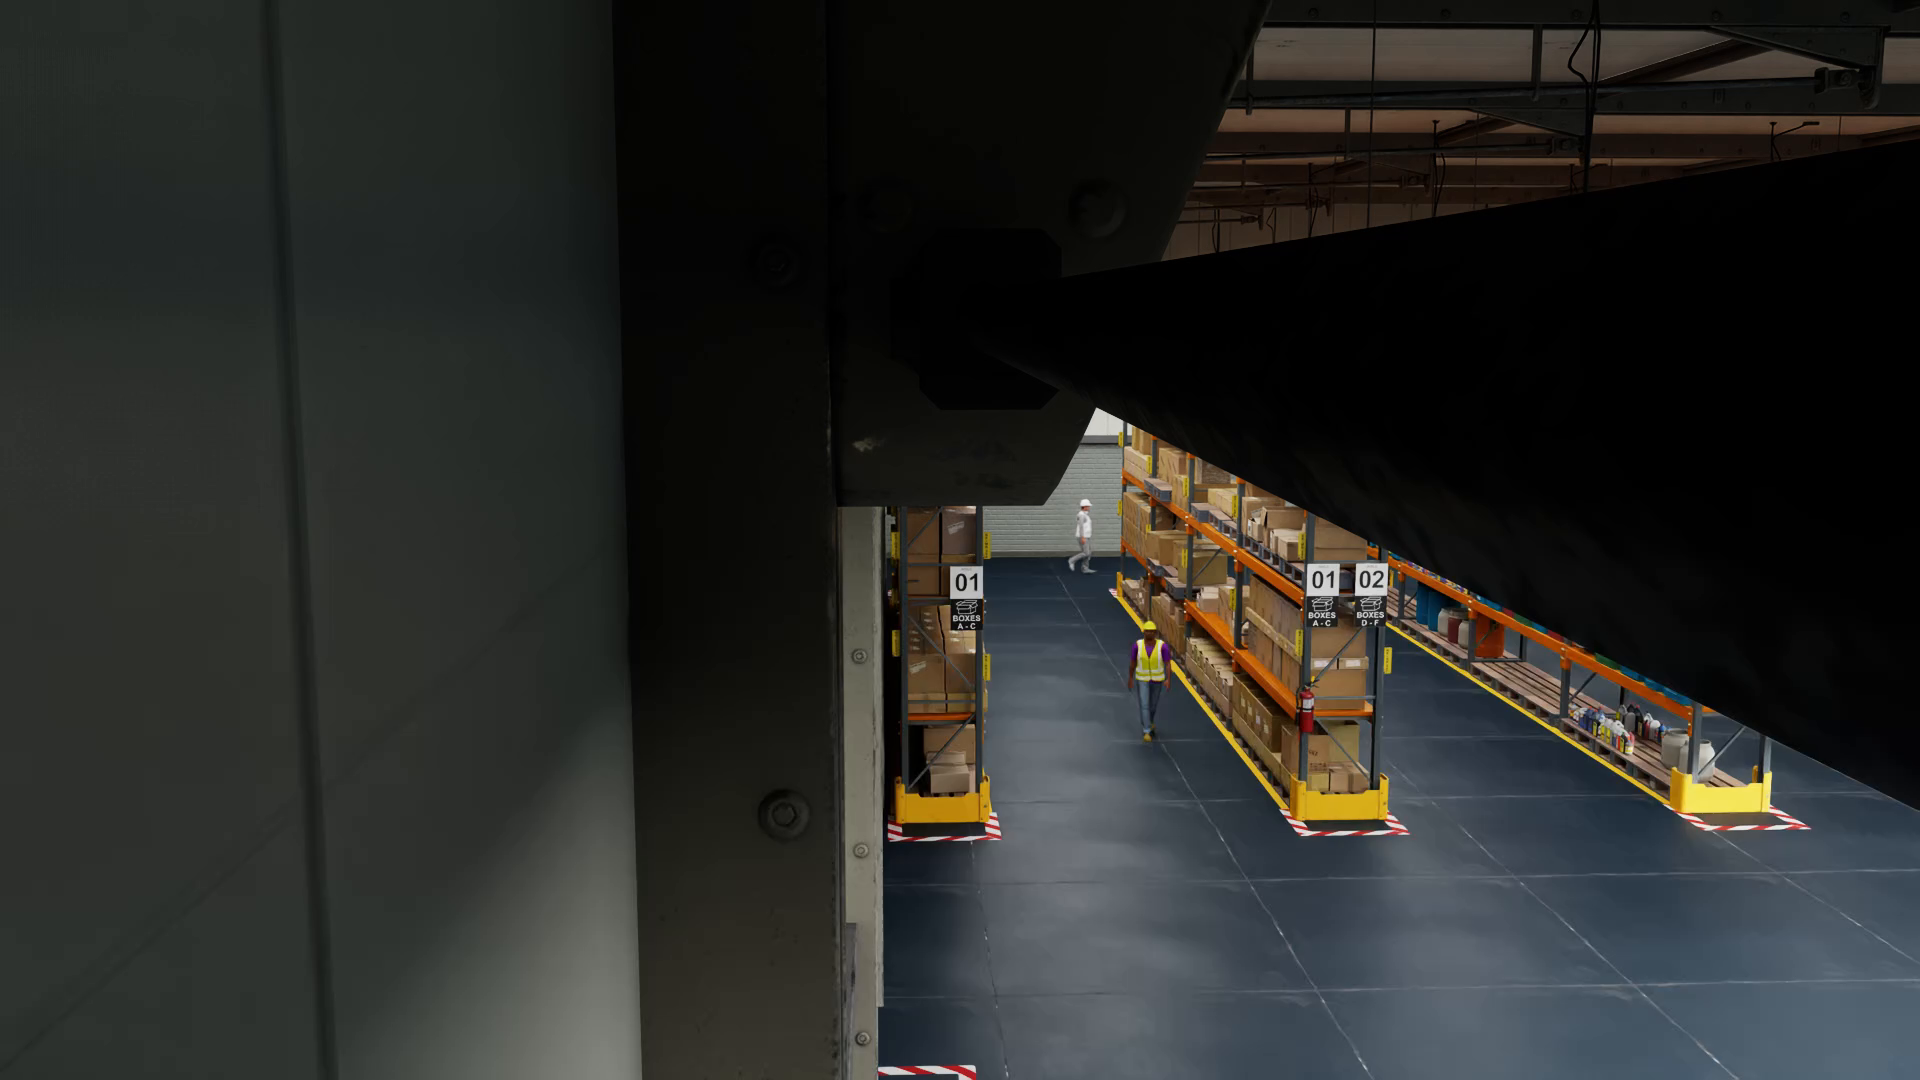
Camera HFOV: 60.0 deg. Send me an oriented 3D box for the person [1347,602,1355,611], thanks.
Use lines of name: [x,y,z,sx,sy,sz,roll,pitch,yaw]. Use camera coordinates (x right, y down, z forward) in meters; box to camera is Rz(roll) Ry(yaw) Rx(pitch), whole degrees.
person: [7.726,0.785,33.241,0.663,1.728,1.101,1,8,7]

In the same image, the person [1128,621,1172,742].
person: [2.799,2.050,24.418,0.603,1.707,1.085,0,8,-2]

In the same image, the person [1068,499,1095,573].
person: [2.881,-0.081,39.340,0.619,1.766,0.577,2,8,14]
